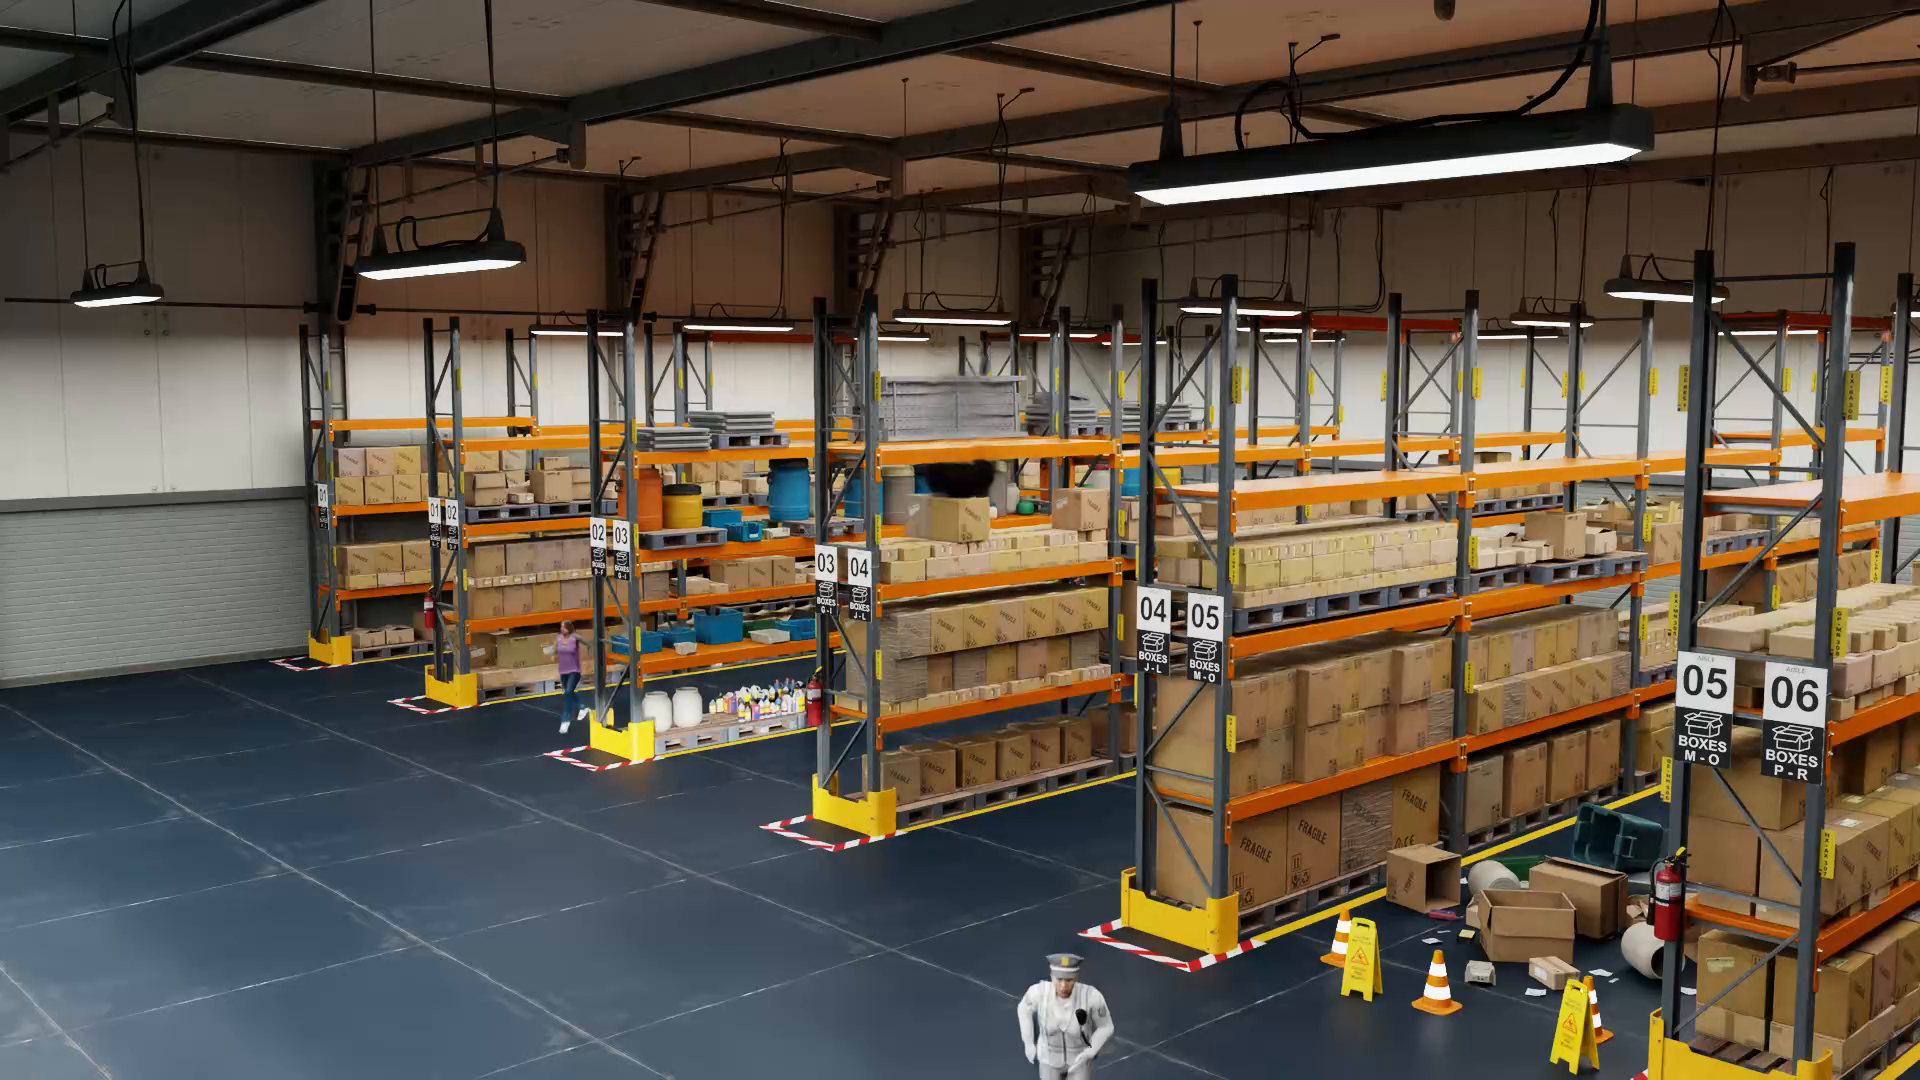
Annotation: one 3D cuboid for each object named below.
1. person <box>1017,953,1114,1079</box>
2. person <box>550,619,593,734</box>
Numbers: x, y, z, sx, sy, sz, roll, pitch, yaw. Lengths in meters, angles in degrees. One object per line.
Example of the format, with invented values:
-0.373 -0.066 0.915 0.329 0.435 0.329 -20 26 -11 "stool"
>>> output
0.668 3.322 10.577 0.610 1.622 0.716 0 6 3 "person"
-5.635 1.953 24.111 0.571 1.646 0.795 2 6 15 "person"
